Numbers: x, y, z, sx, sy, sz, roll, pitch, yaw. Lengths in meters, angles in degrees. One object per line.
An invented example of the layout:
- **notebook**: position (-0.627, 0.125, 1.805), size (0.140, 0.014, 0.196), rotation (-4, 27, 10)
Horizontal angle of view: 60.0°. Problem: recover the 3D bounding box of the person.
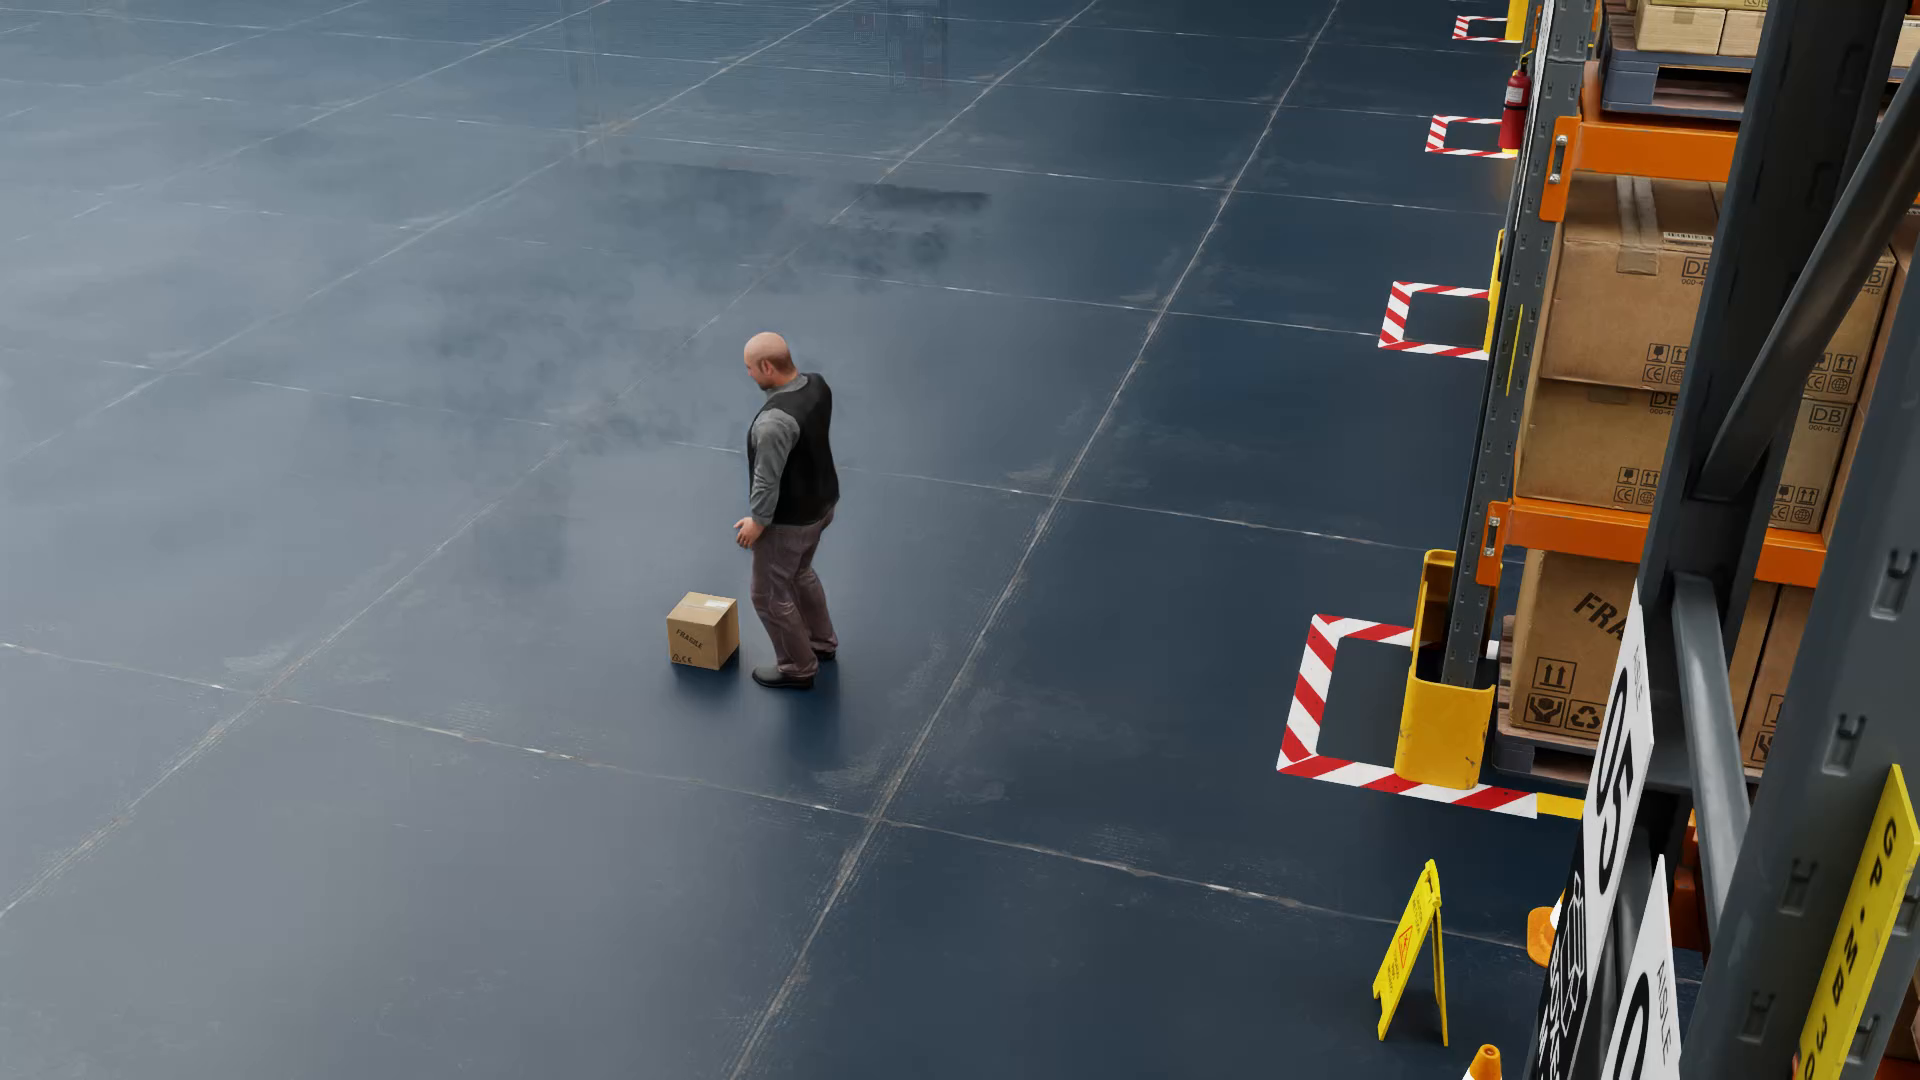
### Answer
- **person**: position (-0.755, -0.118, 7.399), size (0.378, 1.698, 0.546), rotation (9, 30, 16)
